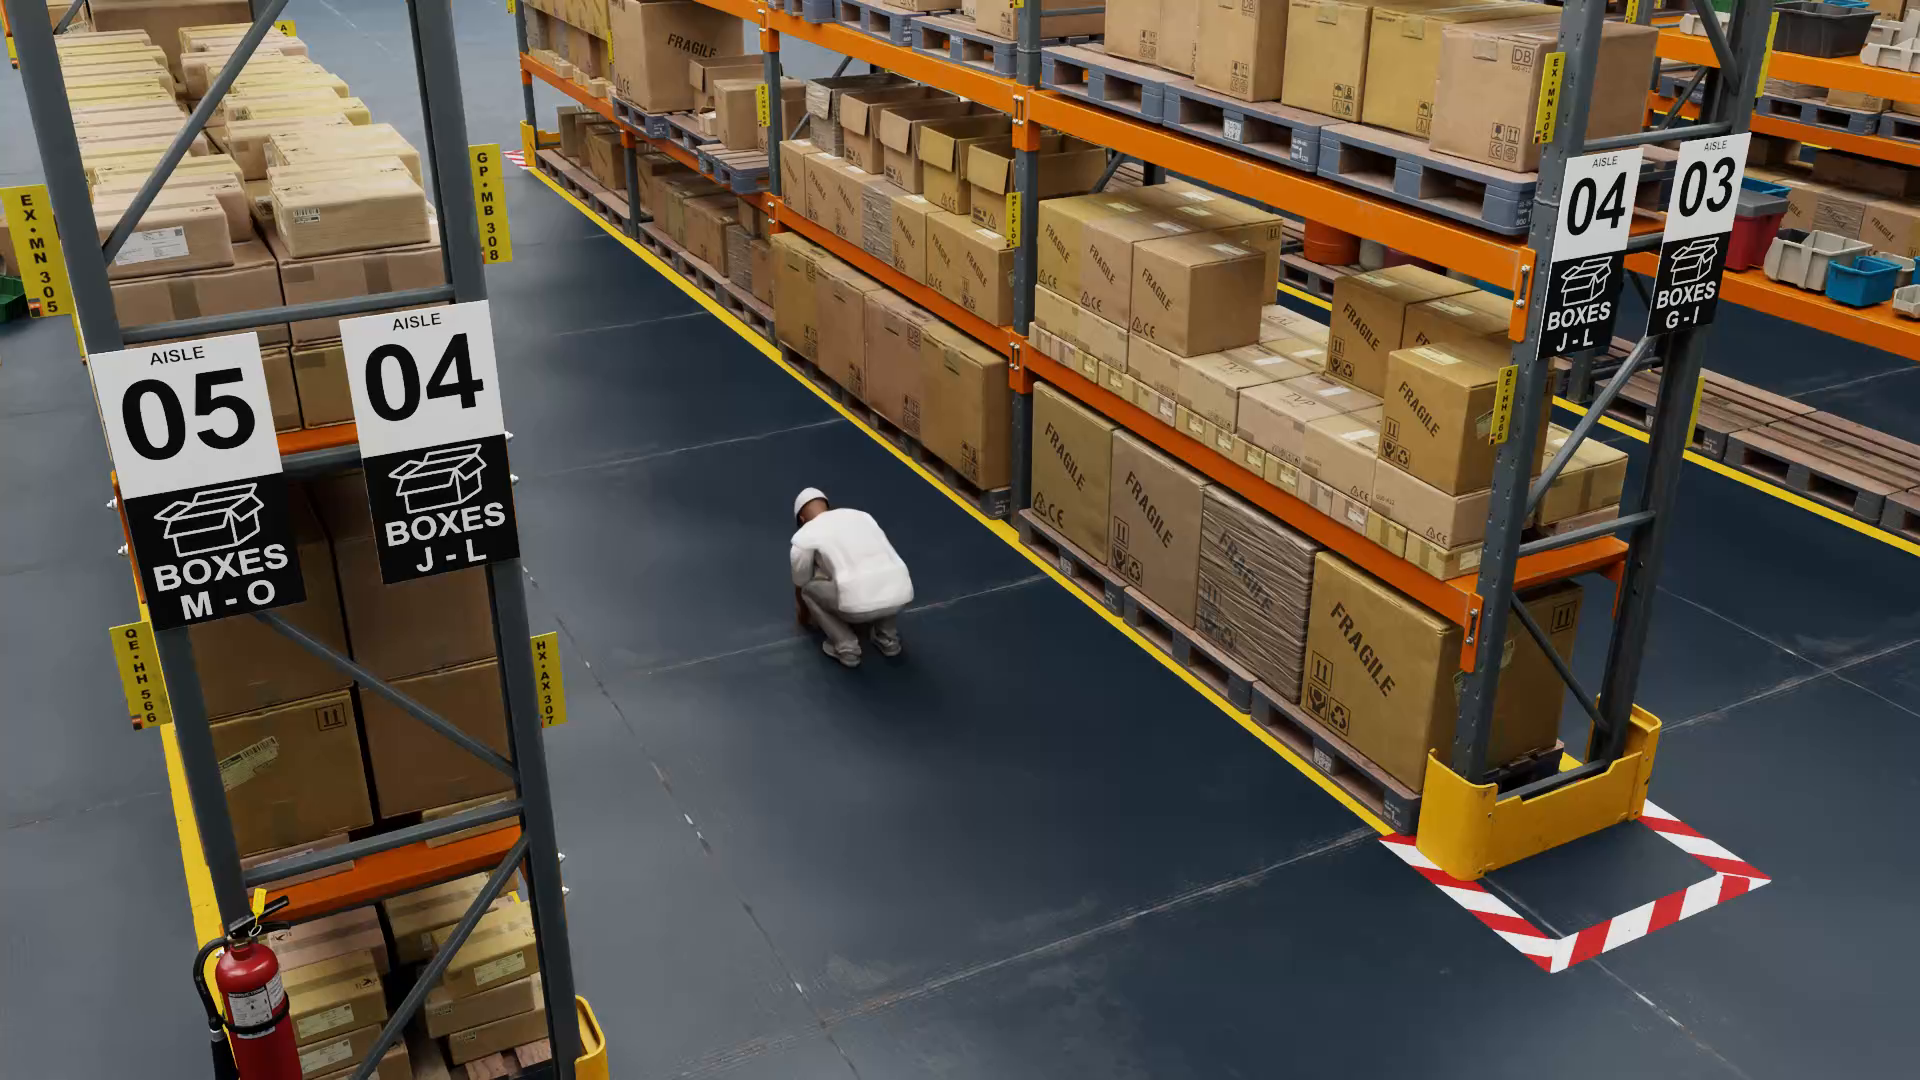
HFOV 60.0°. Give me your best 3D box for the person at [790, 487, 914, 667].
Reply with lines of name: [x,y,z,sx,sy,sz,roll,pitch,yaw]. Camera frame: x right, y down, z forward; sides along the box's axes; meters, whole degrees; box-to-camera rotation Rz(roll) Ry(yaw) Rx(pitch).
person: [-0.645,0.247,9.295,0.549,0.897,0.926,-13,28,-26]
